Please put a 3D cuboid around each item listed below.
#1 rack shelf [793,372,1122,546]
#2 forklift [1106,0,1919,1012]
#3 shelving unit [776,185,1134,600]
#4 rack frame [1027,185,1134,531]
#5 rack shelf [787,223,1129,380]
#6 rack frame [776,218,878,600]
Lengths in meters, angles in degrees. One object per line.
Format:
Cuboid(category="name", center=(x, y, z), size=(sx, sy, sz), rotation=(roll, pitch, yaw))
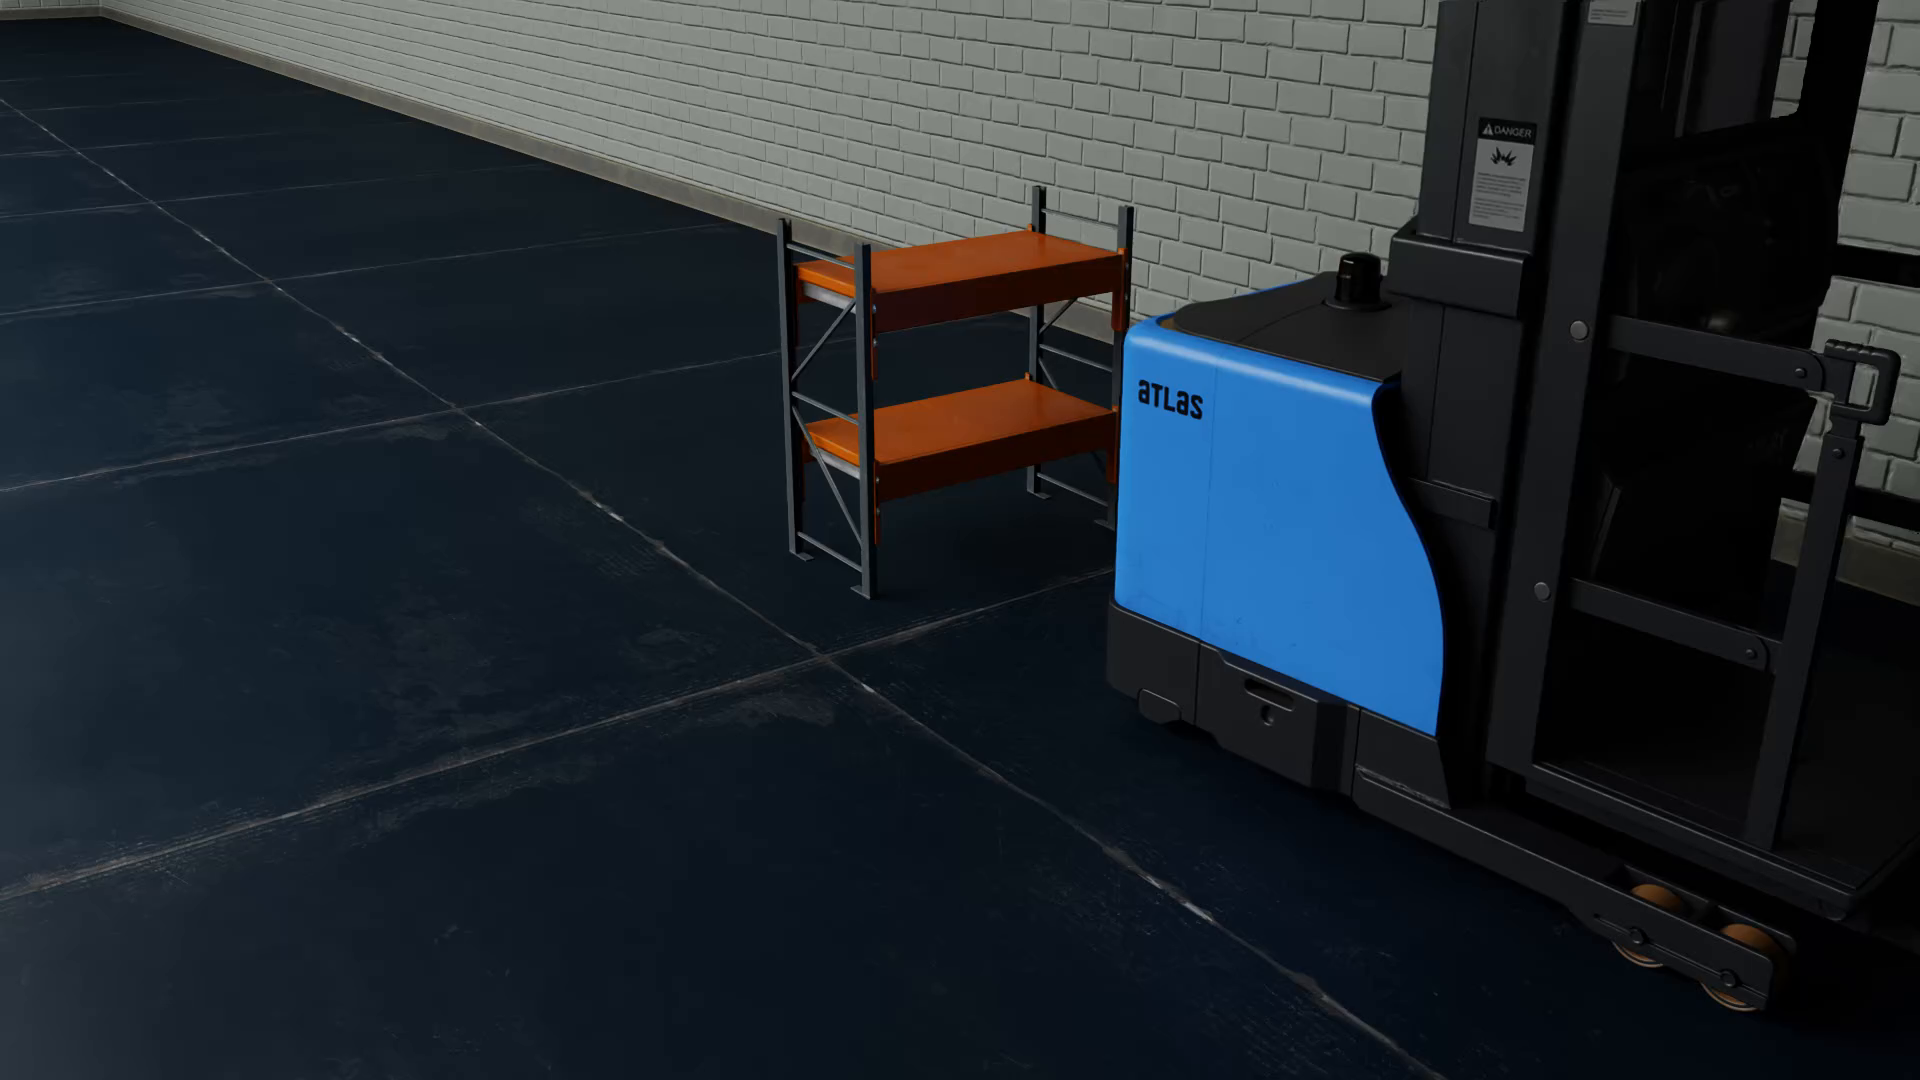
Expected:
Cuboid(category="rack shelf", center=(-0.005, -0.294, 5.599), size=(1.000, 0.278, 0.538), rotation=(-15, 26, -33))
Cuboid(category="forklift", center=(1.759, -0.628, 3.340), size=(1.130, 2.935, 3.031), rotation=(-18, 28, -38))
Cuboid(category="shelving unit", center=(-0.005, -0.521, 5.509), size=(1.048, 1.125, 0.538), rotation=(-15, 26, -33))
Cuboid(category="rack frame", center=(0.407, -0.631, 5.784), size=(0.032, 1.125, 0.500), rotation=(-15, 26, -33))
Cuboid(category="rack shelf", center=(-0.005, -0.793, 5.400), size=(1.000, 0.278, 0.538), rotation=(-15, 26, -33))
Cuboid(category="rack frame", center=(-0.418, -0.411, 5.233), size=(0.032, 1.125, 0.500), rotation=(-15, 26, -33))
